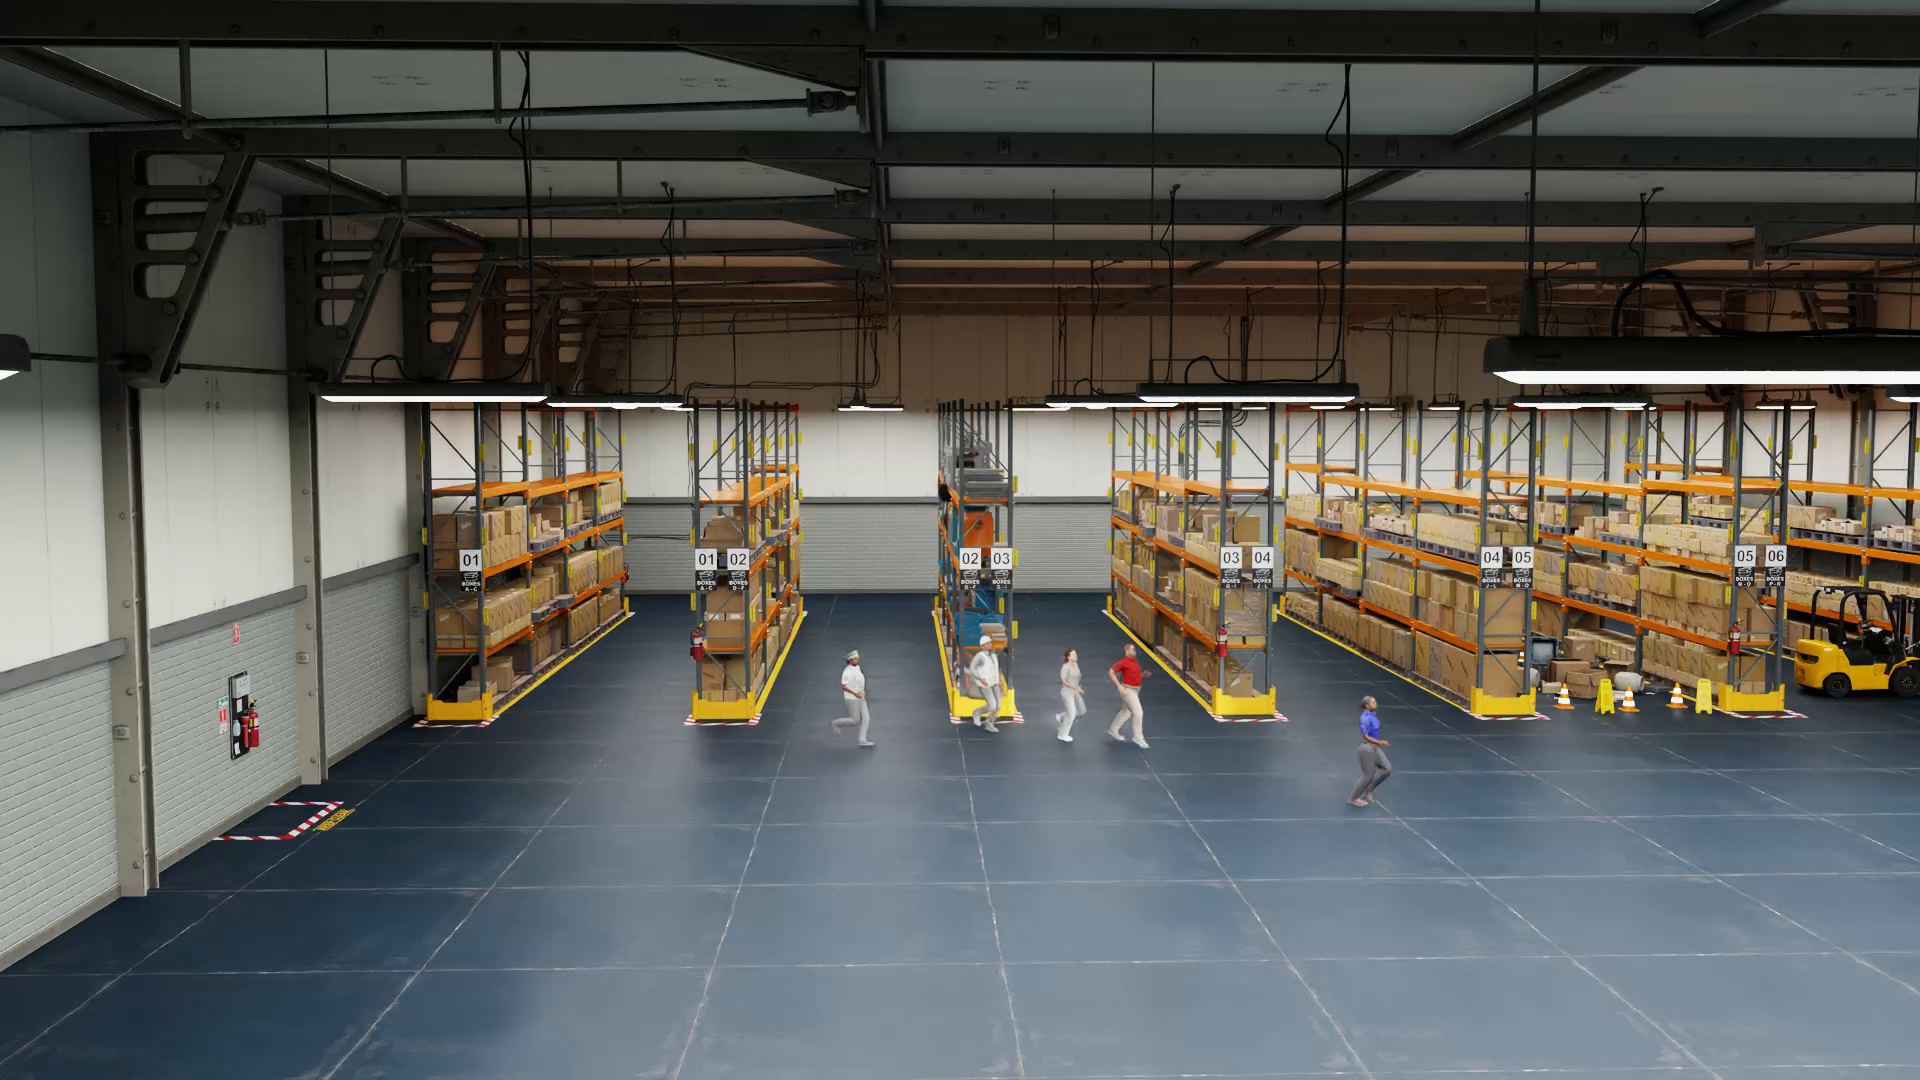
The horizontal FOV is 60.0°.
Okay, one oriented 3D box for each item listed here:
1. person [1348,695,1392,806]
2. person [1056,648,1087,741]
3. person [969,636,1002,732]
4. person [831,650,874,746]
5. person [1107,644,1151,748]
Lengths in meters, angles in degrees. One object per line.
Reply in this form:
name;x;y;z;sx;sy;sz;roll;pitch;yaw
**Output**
person;5.990;3.071;24.250;0.603;1.606;0.579;2;5;25
person;1.960;2.703;29.154;0.623;1.629;0.598;3;5;36
person;0.479;2.592;30.012;0.550;1.728;0.675;4;6;39
person;-1.823;2.722;28.715;0.773;1.657;0.593;2;5;26
person;2.925;2.679;28.717;0.818;1.789;0.641;2;5;24
